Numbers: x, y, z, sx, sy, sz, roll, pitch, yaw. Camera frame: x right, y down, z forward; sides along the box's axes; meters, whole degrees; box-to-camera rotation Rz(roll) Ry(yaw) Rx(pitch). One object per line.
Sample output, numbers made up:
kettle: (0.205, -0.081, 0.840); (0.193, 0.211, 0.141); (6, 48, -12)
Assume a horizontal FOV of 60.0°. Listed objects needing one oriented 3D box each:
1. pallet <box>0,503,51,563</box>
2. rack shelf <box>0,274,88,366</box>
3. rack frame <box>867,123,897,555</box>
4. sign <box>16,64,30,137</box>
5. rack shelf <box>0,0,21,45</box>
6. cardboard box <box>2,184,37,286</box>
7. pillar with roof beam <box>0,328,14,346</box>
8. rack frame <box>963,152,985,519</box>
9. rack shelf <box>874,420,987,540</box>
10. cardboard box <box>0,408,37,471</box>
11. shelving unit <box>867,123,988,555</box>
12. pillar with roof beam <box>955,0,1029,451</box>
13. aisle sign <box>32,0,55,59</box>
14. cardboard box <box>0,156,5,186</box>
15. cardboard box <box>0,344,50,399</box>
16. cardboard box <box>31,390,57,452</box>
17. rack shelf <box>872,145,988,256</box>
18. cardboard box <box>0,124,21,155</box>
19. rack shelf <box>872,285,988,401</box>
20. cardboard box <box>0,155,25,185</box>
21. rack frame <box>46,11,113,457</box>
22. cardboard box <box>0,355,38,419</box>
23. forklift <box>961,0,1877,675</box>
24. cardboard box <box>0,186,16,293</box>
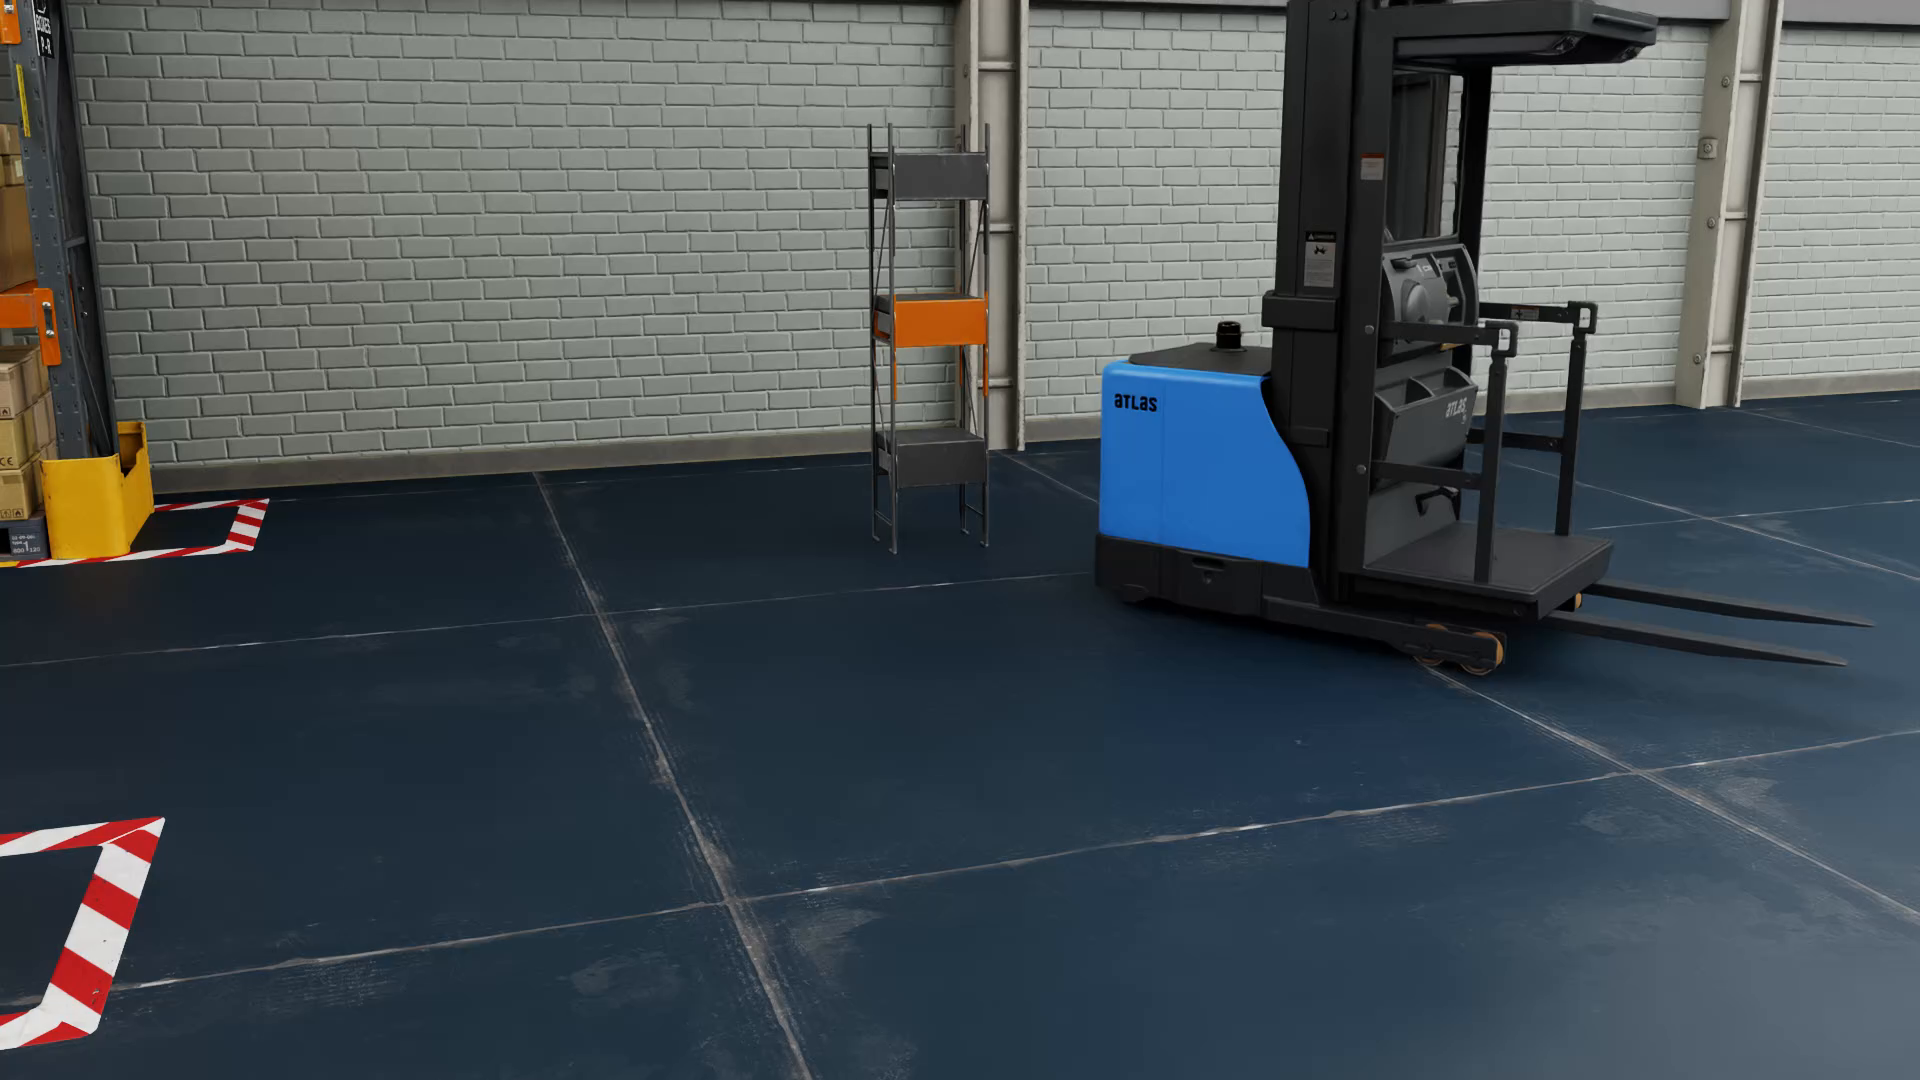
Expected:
pallet: (-5.249, -0.072, 8.487); (1.213, 0.211, 1.003); (-4, 14, -18)
rack shelf: (-6.434, -0.996, 7.903); (4.000, 0.370, 1.077); (-4, 14, -18)
rack frame: (-0.388, -0.991, 8.273); (0.015, 2.100, 0.400); (-4, 14, -18)
sign: (-4.378, -2.052, 7.775); (0.005, 0.325, 0.100); (-4, 14, -18)
rack shelf: (-6.434, -2.455, 7.556); (4.000, 0.370, 1.077); (-4, 14, -18)
cardboard box: (-5.096, -1.567, 8.531); (0.500, 0.500, 0.500); (-4, 14, -16)
pillar with roof beam: (-4.112, -3.614, 4.392); (0.400, 9.000, 9.100); (-4, 14, -18)
rack frame: (0.074, -1.028, 8.425); (0.006, 1.831, 0.380); (-4, 14, -18)
rack shelf: (-0.157, -0.315, 8.514); (0.480, 0.518, 0.431); (-4, 14, -18)
cardboard box: (-4.900, -0.499, 8.213); (0.500, 0.250, 0.500); (-5, 14, -19)
shelving unit: (-0.159, -1.009, 8.348); (0.499, 2.100, 0.431); (-4, 14, -18)
pillar with roof beam: (1.574, -4.057, 6.254); (0.400, 9.000, 9.100); (-4, 14, -18)
aisle sign: (-4.382, -2.699, 7.889); (0.004, 0.787, 0.394); (-4, 14, -18)
cardboard box: (-4.777, -1.771, 7.988); (0.250, 0.149, 0.380); (-4, 14, -17)
cardboard box: (-5.054, -0.853, 8.620); (0.500, 0.250, 0.500); (-5, 14, -19)
cardboard box: (-5.050, -0.614, 8.698); (0.500, 0.250, 0.500); (-4, 14, -17)
rack shelf: (-0.157, -1.677, 8.190); (0.480, 0.518, 0.431); (-4, 14, -18)
cardboard box: (-4.924, -2.025, 8.412); (0.250, 0.149, 0.380); (-5, 14, -19)
rack shelf: (-0.157, -0.996, 8.352); (0.480, 0.518, 0.431); (-4, 14, -18)
cardboard box: (-4.942, -1.890, 8.488); (0.250, 0.149, 0.380); (-5, 14, -20)
rack frame: (-4.537, -1.493, 8.438); (0.053, 2.616, 0.949); (-4, 14, -18)
cardboard box: (-4.875, -0.744, 8.164); (0.500, 0.250, 0.500); (-4, 14, -16)
forklift: (1.579, -1.130, 7.058); (4.310, 2.935, 1.130); (10, 17, 35)
cardboard box: (-4.921, -1.448, 8.034); (0.500, 0.500, 0.500); (-5, 14, -19)
